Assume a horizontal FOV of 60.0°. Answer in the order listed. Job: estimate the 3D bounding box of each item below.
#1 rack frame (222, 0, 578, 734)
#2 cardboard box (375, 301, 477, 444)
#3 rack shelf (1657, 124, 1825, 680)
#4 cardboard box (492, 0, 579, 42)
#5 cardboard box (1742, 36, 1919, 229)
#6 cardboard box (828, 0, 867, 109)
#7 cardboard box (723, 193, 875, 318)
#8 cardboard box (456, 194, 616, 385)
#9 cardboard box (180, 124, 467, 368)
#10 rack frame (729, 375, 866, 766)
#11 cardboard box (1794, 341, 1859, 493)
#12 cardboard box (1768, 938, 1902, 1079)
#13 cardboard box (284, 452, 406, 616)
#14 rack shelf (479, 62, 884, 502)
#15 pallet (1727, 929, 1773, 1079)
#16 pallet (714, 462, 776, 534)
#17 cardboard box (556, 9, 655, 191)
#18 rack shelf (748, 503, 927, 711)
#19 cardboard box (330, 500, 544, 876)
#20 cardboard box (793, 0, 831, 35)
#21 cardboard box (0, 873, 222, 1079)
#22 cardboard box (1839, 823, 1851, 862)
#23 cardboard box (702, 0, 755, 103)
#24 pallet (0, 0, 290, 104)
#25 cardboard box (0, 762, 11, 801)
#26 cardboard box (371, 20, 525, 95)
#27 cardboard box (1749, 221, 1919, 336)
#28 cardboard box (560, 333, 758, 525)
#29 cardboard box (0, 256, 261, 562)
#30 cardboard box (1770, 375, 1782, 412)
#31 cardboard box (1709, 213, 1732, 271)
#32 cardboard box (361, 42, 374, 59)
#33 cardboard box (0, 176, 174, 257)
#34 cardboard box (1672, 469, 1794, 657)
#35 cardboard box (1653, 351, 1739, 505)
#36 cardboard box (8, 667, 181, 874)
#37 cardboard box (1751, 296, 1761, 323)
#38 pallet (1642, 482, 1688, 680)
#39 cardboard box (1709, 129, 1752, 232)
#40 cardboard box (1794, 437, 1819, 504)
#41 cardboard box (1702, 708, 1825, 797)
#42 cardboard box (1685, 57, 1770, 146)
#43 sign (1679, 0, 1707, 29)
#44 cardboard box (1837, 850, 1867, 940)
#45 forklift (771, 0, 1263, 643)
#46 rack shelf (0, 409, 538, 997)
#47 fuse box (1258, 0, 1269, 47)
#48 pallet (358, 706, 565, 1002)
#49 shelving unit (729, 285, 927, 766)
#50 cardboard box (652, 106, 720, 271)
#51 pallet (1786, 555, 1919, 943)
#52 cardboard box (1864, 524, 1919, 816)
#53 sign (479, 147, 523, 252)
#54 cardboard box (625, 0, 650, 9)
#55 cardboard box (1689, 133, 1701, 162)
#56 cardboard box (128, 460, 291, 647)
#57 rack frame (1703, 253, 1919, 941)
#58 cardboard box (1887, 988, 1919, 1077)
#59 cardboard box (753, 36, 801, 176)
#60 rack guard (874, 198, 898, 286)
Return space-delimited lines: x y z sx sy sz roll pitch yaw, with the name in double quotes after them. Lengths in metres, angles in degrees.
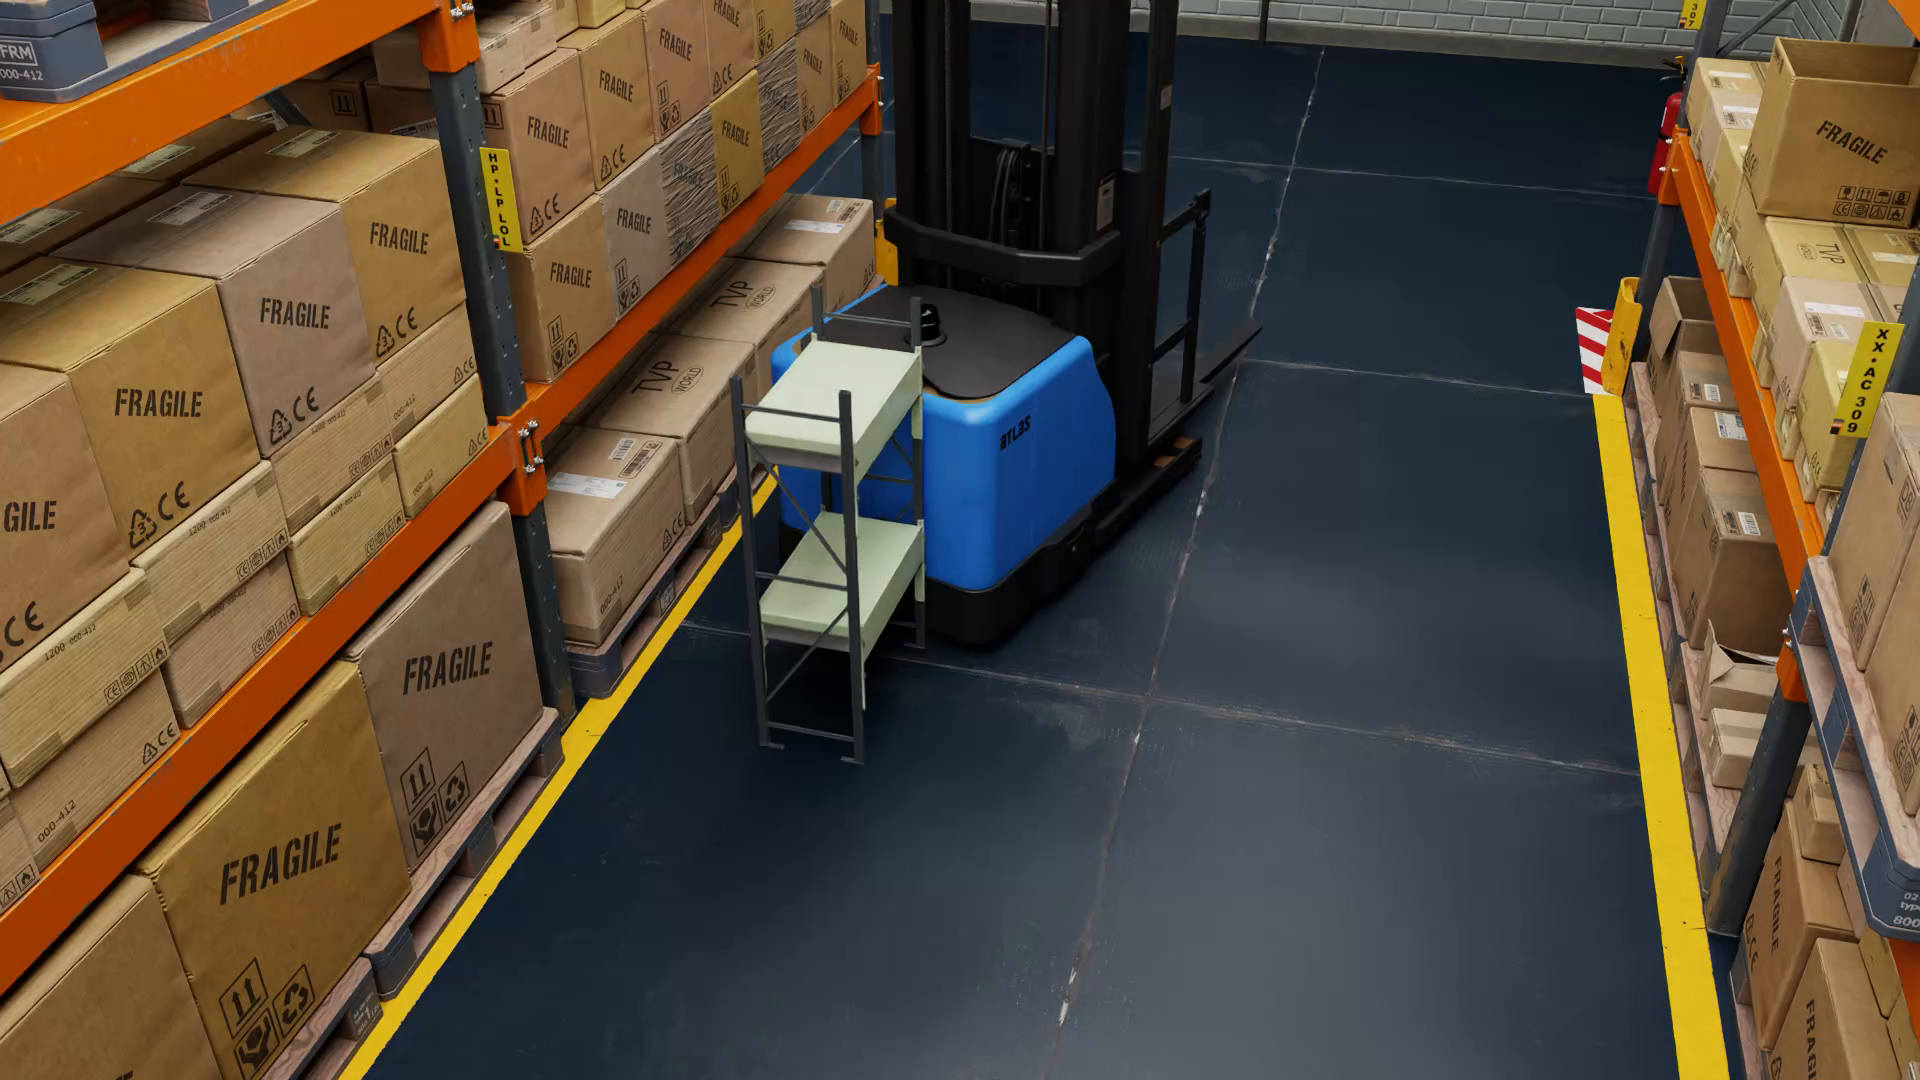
-1.931 -0.651 5.478 1.000 3.000 0.127 8 33 12 "rack frame"
-1.808 -0.537 4.972 0.500 0.250 0.500 8 33 12 "cardboard box"
3.379 -0.711 6.243 1.077 0.370 4.000 8 33 12 "rack shelf"
-1.526 -1.791 5.641 0.380 0.149 0.250 8 33 12 "cardboard box"
3.130 -1.454 5.905 0.500 0.500 0.500 9 34 14 "cardboard box"
-0.782 -2.482 8.266 0.500 0.500 0.500 8 33 13 "cardboard box"
-0.987 -1.466 8.757 0.875 0.438 0.875 7 33 11 "cardboard box"
-1.559 -0.901 5.778 0.500 0.500 0.500 9 34 14 "cardboard box"
-1.801 -0.849 4.764 0.500 0.500 0.500 9 34 14 "cardboard box"
-0.535 0.144 5.626 0.400 1.500 0.023 9 34 14 "rack frame"
2.764 -0.337 4.846 0.500 0.250 0.500 9 33 14 "cardboard box"
2.405 1.399 4.192 0.500 0.500 0.500 8 33 12 "cardboard box"
-1.931 -0.056 4.682 0.500 0.250 0.500 8 33 12 "cardboard box"
-1.423 -1.385 7.303 1.077 0.370 4.000 8 33 12 "rack shelf"
2.701 1.627 4.494 1.003 0.211 1.213 8 33 12 "pallet"
-1.355 -0.493 7.829 1.003 0.211 1.213 8 33 12 "pallet"
-1.442 -1.590 5.930 0.500 0.500 0.500 8 33 12 "cardboard box"
-0.433 0.230 6.097 0.431 0.370 0.720 9 34 14 "rack shelf"
-2.011 0.401 5.412 0.875 0.875 0.875 9 34 14 "cardboard box"
-0.912 -2.633 7.570 0.500 0.500 0.500 8 33 13 "cardboard box"
-2.460 1.335 3.943 0.875 0.875 0.875 8 33 13 "cardboard box"
2.503 0.793 4.264 0.380 0.149 0.250 6 33 10 "cardboard box"
-1.170 -2.116 6.757 0.500 0.500 0.500 8 33 12 "cardboard box"
-2.116 -1.353 3.965 0.805 0.209 1.217 7 33 10 "pallet"
-2.308 0.523 3.305 0.500 0.250 0.500 8 33 12 "cardboard box"
-1.600 -1.517 5.211 0.380 0.149 0.250 8 33 12 "cardboard box"
3.017 -0.856 5.662 0.500 0.250 0.500 8 33 12 "cardboard box"
-1.441 -0.523 7.273 0.875 0.438 0.875 7 33 11 "cardboard box"
-2.073 -0.319 3.931 0.500 0.500 0.500 9 34 14 "cardboard box"
2.888 -0.479 5.442 0.380 0.149 0.250 9 34 14 "cardboard box"
3.162 -1.152 6.500 0.380 0.149 0.250 7 33 11 "cardboard box"
-1.989 -1.714 5.520 0.380 0.149 0.250 9 33 14 "cardboard box"
-2.423 -0.658 4.464 0.500 0.500 0.500 8 33 12 "cardboard box"
3.121 0.107 6.225 0.700 0.500 0.500 7 33 11 "cardboard box"
3.385 -0.432 7.072 0.700 0.500 0.500 9 34 14 "cardboard box"
-2.205 0.472 3.852 0.500 0.250 0.500 8 33 12 "cardboard box"
3.117 -0.869 6.055 0.380 0.149 0.250 8 33 12 "cardboard box"
3.354 0.209 6.725 1.003 0.211 1.213 8 33 12 "pallet"
3.257 -1.391 6.505 0.500 0.250 0.500 7 33 11 "cardboard box"
2.753 -0.209 5.017 0.380 0.149 0.250 9 34 14 "cardboard box"
2.728 0.720 5.588 0.380 0.149 0.250 7 33 11 "cardboard box"
3.511 -1.916 7.331 0.500 0.250 0.500 8 33 13 "cardboard box"
3.361 -2.492 7.567 0.100 0.325 0.005 8 33 12 "sign"
2.527 0.931 4.323 0.380 0.149 0.250 7 33 11 "cardboard box"
0.470 -1.587 7.015 1.130 2.935 3.031 19 37 27 "forklift"
-2.439 0.691 4.038 1.077 0.370 4.000 8 33 12 "rack shelf"
2.487 -4.750 13.127 0.539 1.711 0.414 8 33 12 "fuse box"
-2.054 0.937 5.580 1.003 0.211 1.213 8 33 12 "pallet"
-0.433 -0.045 5.922 0.431 1.500 0.755 9 34 14 "shelving unit"
-1.295 -1.419 6.592 0.500 0.500 0.500 8 33 13 "cardboard box"
2.563 0.504 3.840 1.003 0.211 1.213 8 33 12 "pallet"
2.401 0.293 3.509 0.700 0.500 0.500 8 33 13 "cardboard box"
-1.404 -1.037 5.080 0.100 0.325 0.005 8 33 12 "sign"
-1.308 -2.045 6.041 0.380 0.149 0.250 7 33 11 "cardboard box"
3.537 -1.813 7.541 0.380 0.149 0.250 8 33 12 "cardboard box"
-2.053 -0.007 4.138 0.500 0.250 0.500 9 33 14 "cardboard box"
2.871 0.023 4.418 1.000 3.000 0.127 8 33 12 "rack frame"
2.417 1.210 3.885 0.380 0.149 0.250 7 33 12 "cardboard box"
-1.045 -1.956 7.437 0.500 0.500 0.500 9 34 14 "cardboard box"
-0.910 -1.684 9.433 1.175 0.500 0.348 8 33 12 "rack guard"
